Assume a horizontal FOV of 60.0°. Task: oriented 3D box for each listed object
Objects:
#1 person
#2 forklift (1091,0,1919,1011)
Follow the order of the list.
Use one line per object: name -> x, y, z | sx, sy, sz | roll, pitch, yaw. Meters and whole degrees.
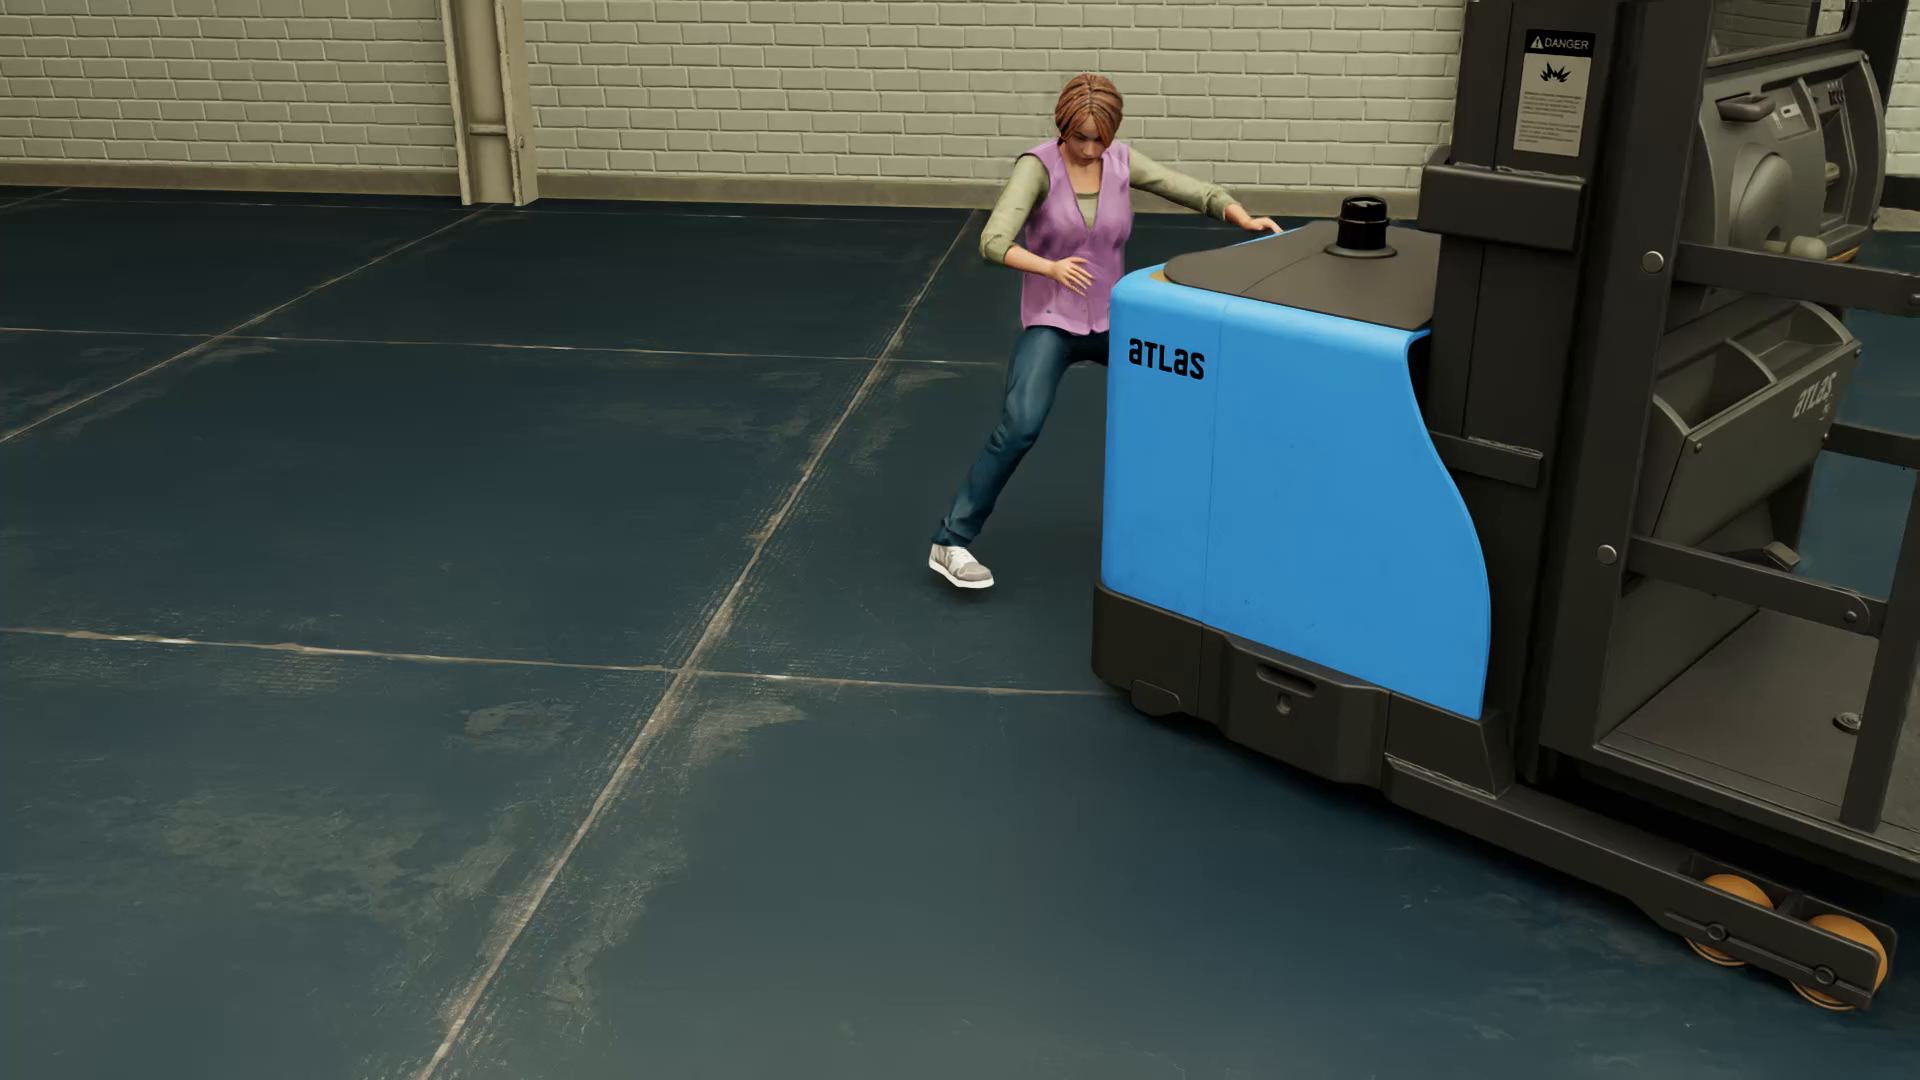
person -> 0.420, -0.625, 4.774 | 1.083, 1.379, 0.600 | -5, 23, -13
forklift -> 1.745, -0.721, 3.043 | 3.031, 2.935, 1.130 | 20, 29, 40
